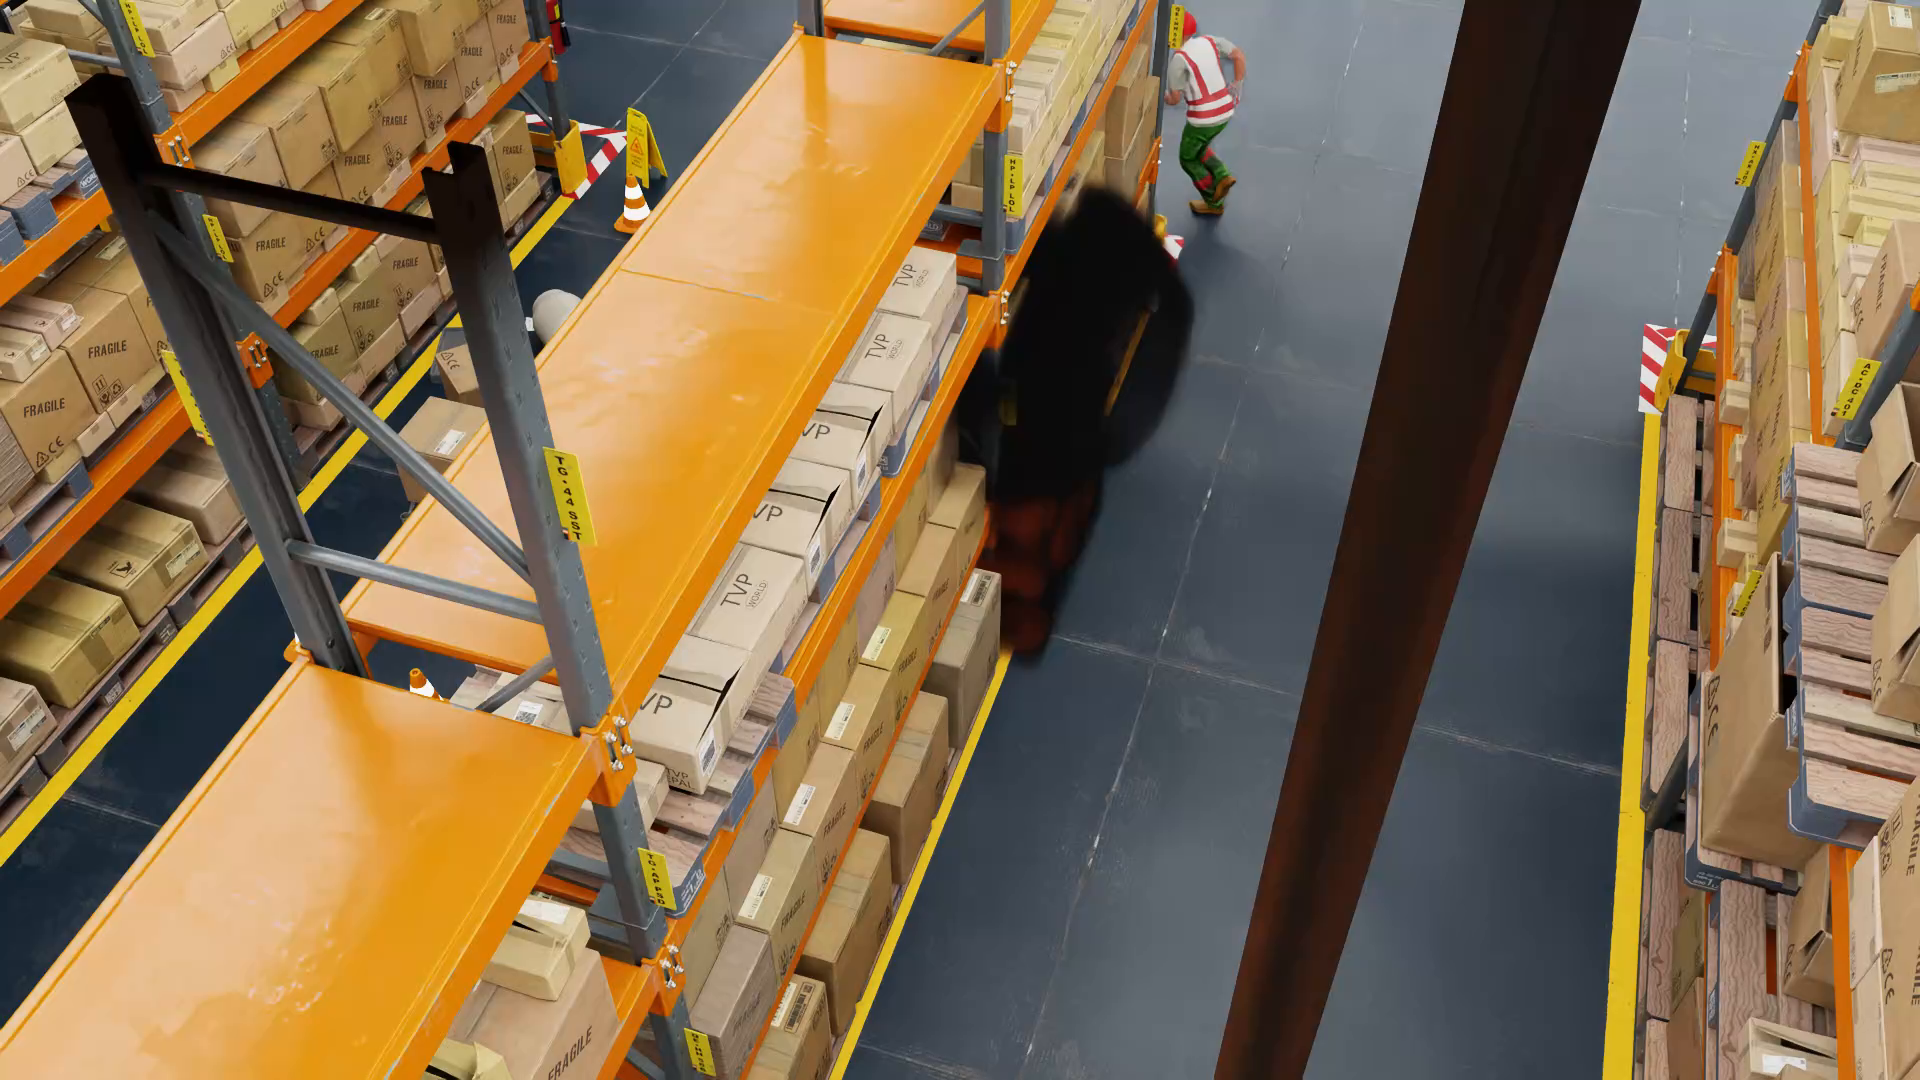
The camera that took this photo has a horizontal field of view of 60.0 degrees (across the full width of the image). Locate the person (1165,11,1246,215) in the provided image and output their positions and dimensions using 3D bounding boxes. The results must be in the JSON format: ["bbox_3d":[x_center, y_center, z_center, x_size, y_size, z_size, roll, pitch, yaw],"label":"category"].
[{"bbox_3d":[1.946,-3.429,13.365,0.693,1.592,0.834,-34,55,-29],"label":"person"}]
